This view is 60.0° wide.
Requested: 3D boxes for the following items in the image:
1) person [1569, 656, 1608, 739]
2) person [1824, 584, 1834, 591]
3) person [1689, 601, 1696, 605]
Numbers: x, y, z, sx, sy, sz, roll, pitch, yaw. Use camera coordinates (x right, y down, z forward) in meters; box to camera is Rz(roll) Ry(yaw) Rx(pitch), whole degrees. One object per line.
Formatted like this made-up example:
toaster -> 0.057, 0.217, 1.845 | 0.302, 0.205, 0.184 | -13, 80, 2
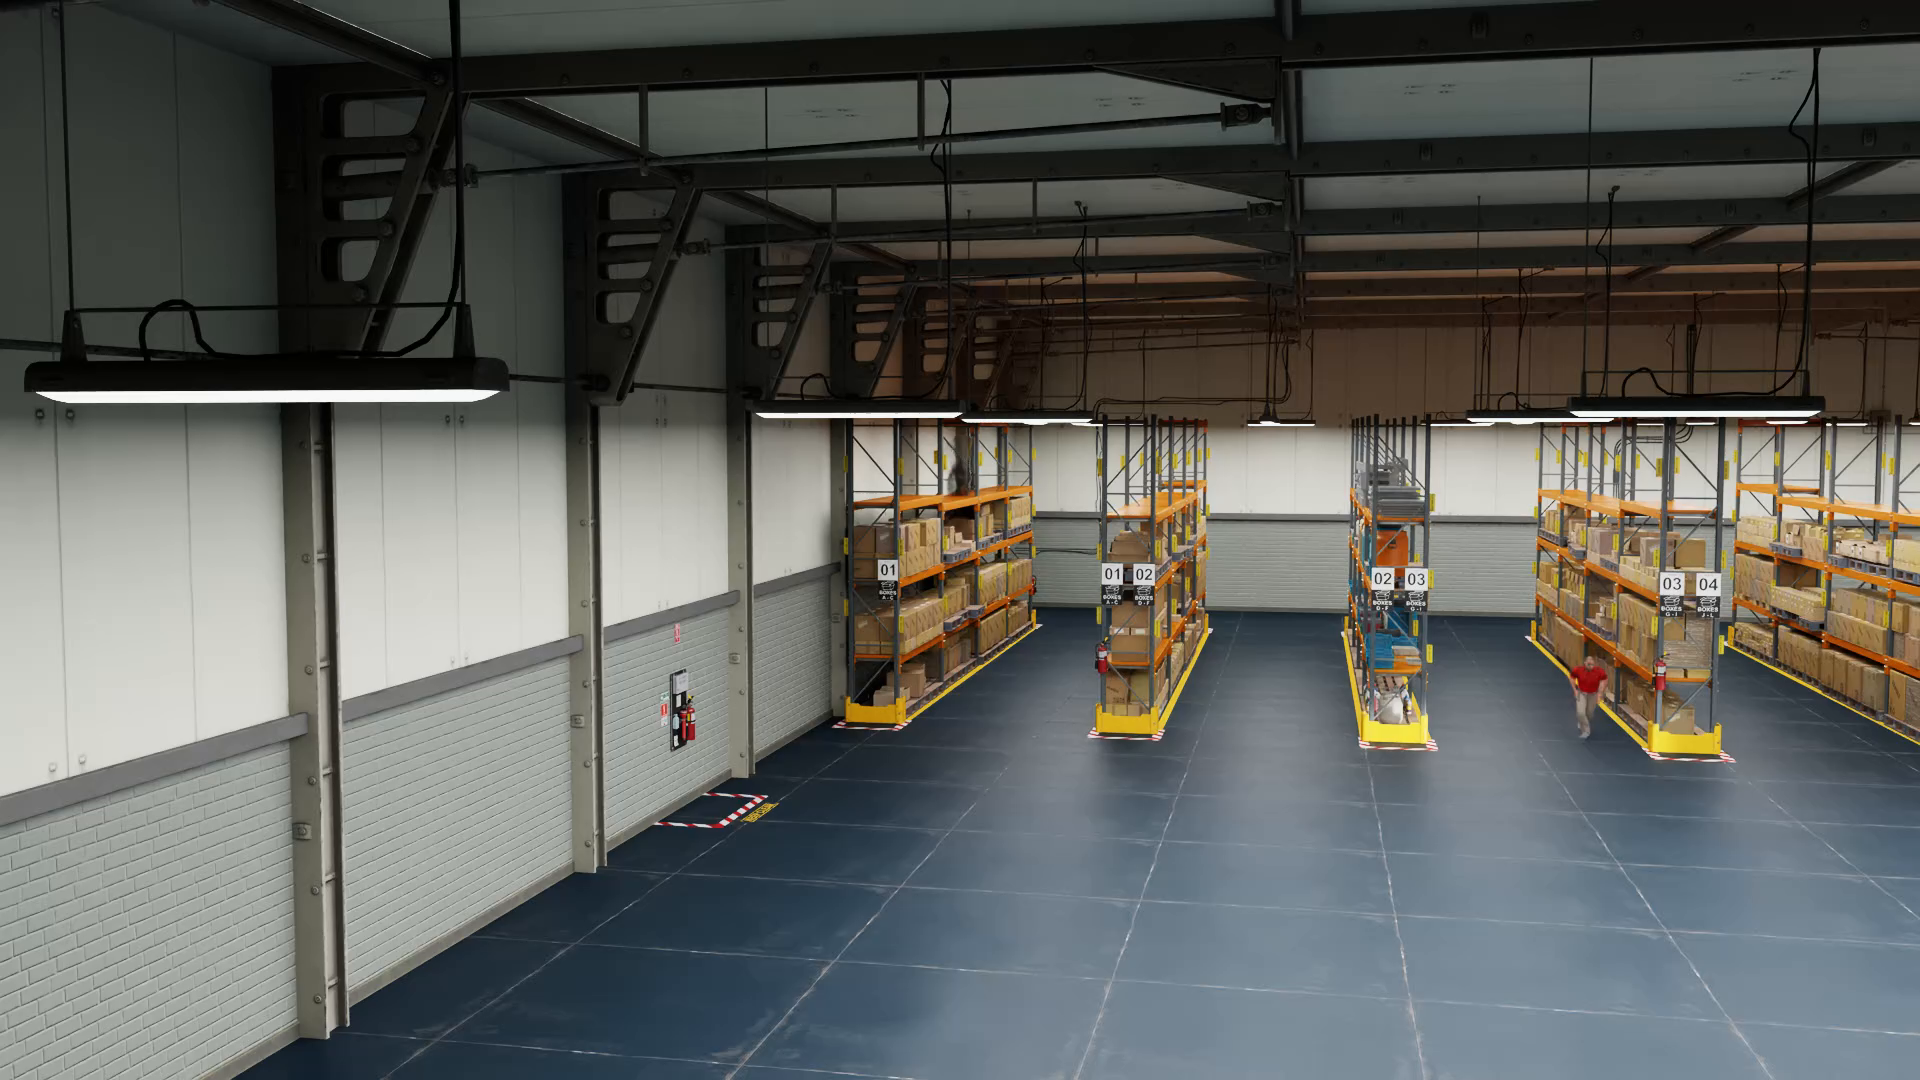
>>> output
person -> 11.696, 2.901, 30.985 | 0.670, 1.571, 0.985 | 1, 4, 17
person -> 22.671, 2.003, 43.444 | 0.620, 1.708, 0.779 | 0, 4, -3
person -> 19.171, 2.031, 43.465 | 0.509, 1.586, 0.663 | 1, 4, 15
